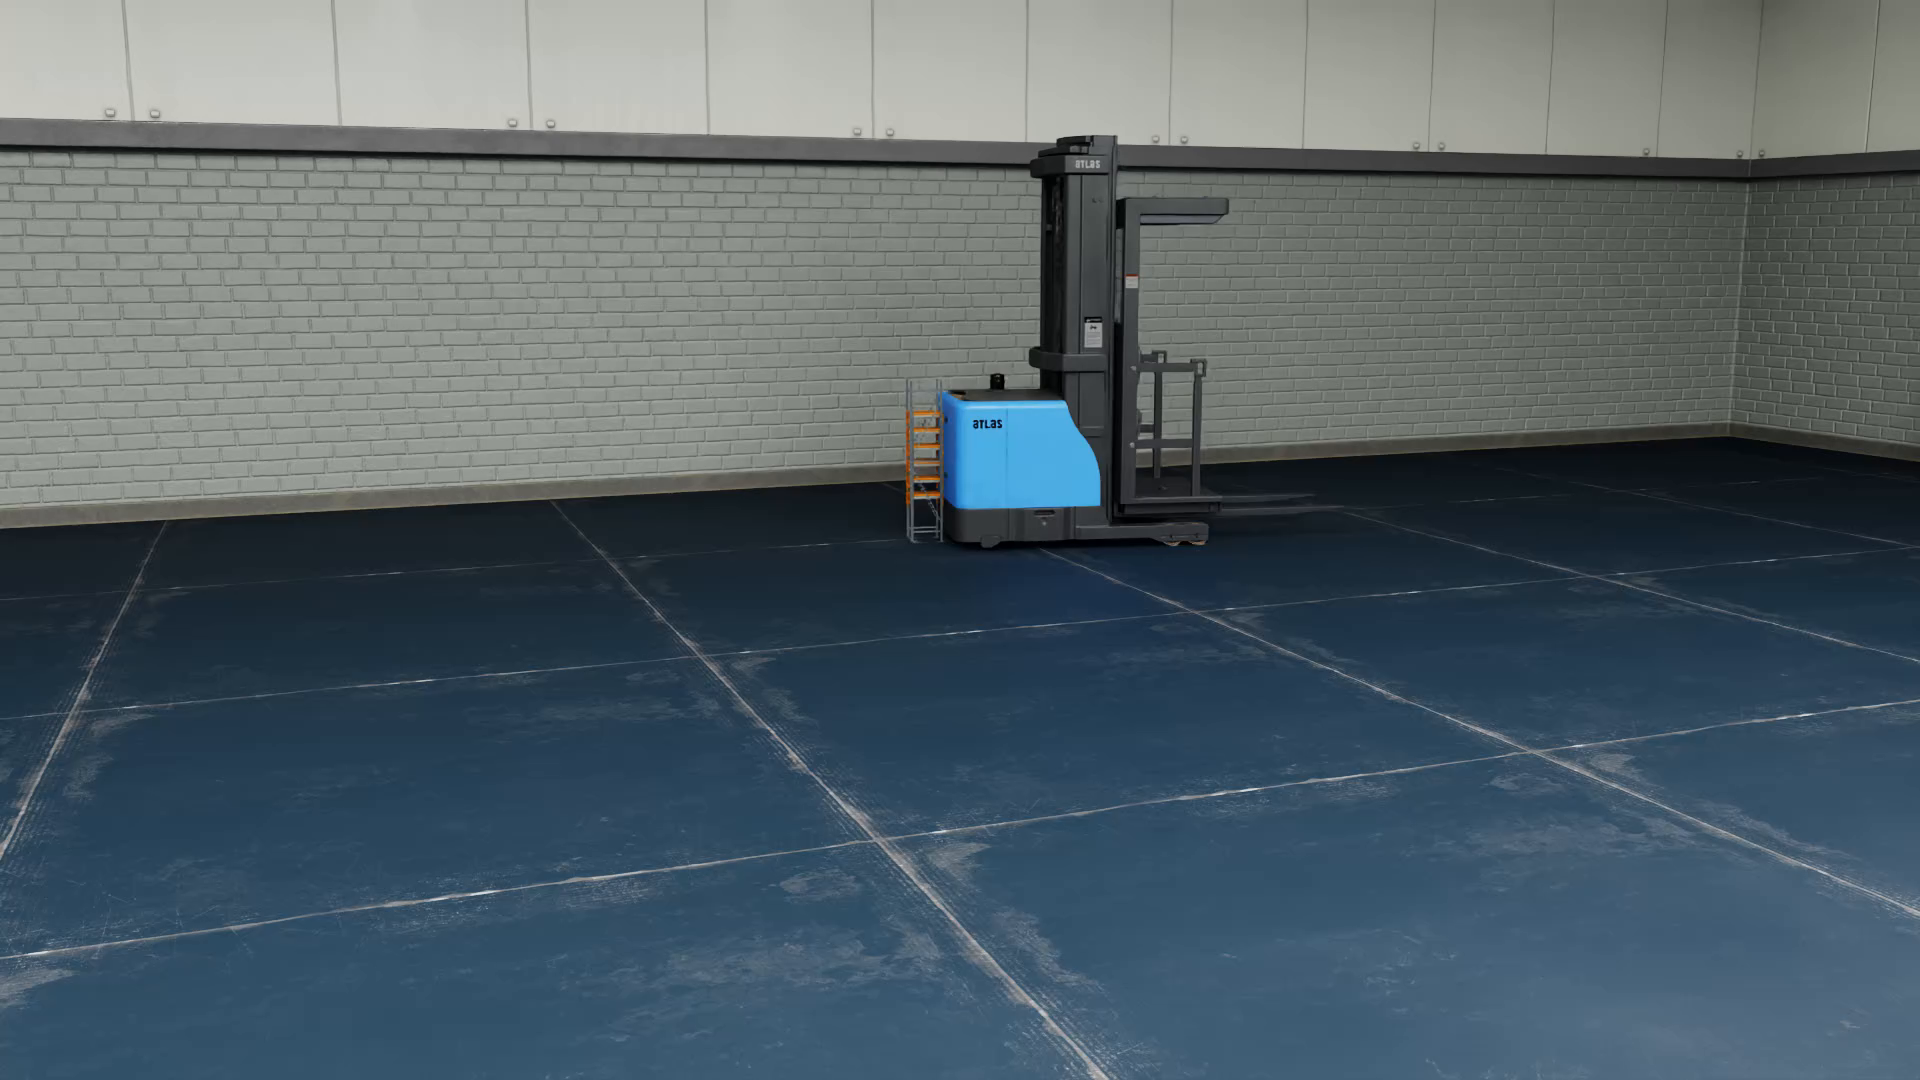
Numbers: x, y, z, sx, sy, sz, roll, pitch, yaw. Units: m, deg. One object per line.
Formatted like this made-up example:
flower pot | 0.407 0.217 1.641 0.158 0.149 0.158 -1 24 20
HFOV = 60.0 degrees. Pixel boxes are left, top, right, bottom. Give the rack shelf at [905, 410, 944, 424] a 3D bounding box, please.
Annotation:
rack shelf | -0.263 -0.899 12.244 0.258 0.103 0.180 -2 10 -11

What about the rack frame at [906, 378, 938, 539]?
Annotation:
rack frame | -0.281 -0.604 12.387 0.240 1.200 0.006 -2 10 -11

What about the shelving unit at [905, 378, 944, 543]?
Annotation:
shelving unit | -0.263 -0.588 12.299 0.258 1.200 0.189 -2 10 -11

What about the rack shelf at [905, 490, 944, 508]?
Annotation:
rack shelf | -0.263 -0.308 12.349 0.258 0.103 0.180 -2 10 -11

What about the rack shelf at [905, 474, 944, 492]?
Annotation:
rack shelf | -0.263 -0.426 12.328 0.258 0.103 0.180 -2 10 -11

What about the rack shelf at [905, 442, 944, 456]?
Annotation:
rack shelf | -0.263 -0.662 12.286 0.258 0.103 0.180 -2 10 -11

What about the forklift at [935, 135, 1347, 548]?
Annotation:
forklift | 1.375 -1.487 12.409 3.031 2.935 1.130 -2 10 -10

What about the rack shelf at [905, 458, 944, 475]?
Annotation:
rack shelf | -0.263 -0.544 12.307 0.258 0.103 0.180 -2 10 -11

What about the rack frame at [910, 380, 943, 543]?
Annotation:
rack frame | -0.245 -0.572 12.211 0.240 1.200 0.006 -2 10 -11

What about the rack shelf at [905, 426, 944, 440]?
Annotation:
rack shelf | -0.263 -0.780 12.265 0.258 0.103 0.180 -2 10 -11
